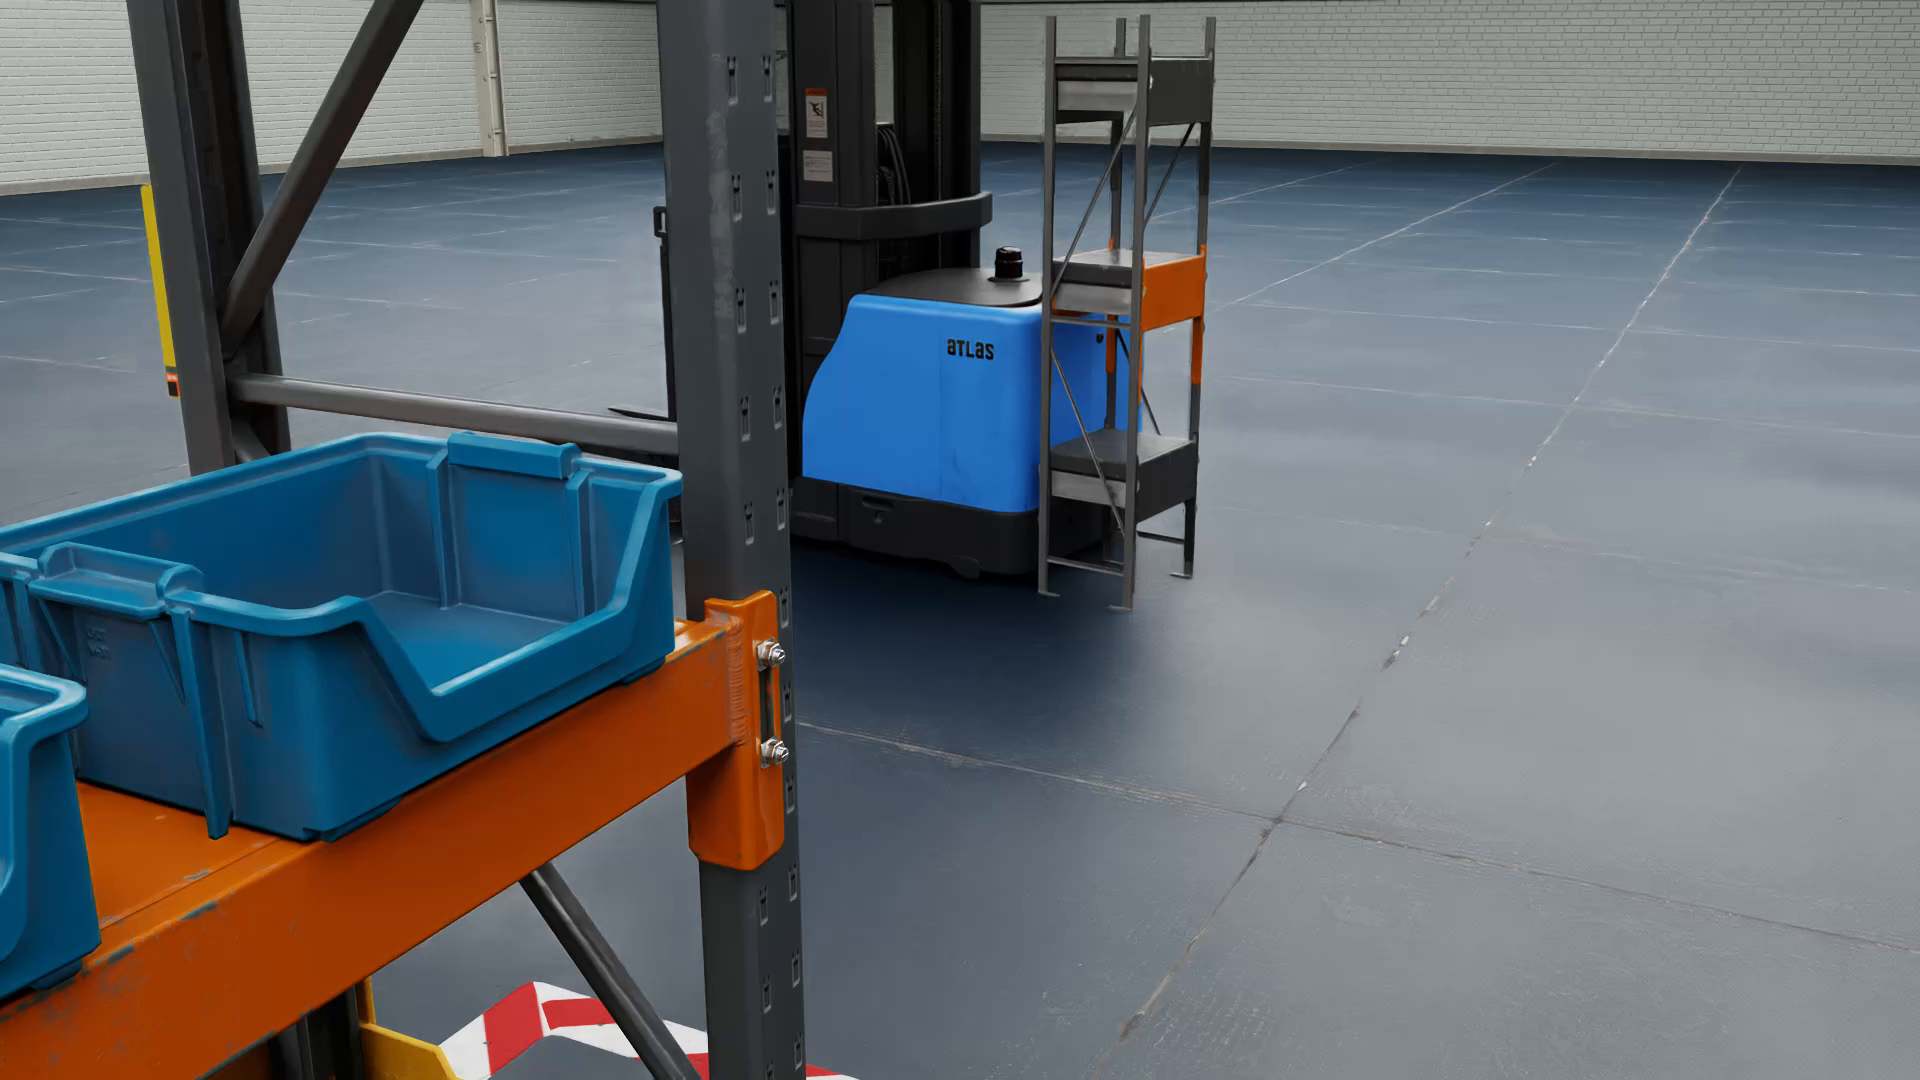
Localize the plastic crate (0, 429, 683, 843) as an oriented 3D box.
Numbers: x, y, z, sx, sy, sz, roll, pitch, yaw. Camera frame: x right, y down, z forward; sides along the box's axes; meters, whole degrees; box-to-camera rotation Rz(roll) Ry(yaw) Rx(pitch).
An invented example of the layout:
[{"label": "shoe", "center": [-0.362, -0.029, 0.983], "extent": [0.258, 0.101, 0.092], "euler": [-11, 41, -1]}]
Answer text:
[{"label": "plastic crate", "center": [-0.654, 0.067, 1.792], "extent": [0.499, 0.251, 0.616], "euler": [8, 18, 25]}]

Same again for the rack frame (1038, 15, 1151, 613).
[{"label": "rack frame", "center": [0.466, -0.770, 5.929], "extent": [0.400, 2.100, 0.015], "euler": [11, 20, 33]}]

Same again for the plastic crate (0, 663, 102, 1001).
[{"label": "plastic crate", "center": [-0.949, 0.232, 1.237], "extent": [0.499, 0.251, 0.408], "euler": [8, 18, 25]}]

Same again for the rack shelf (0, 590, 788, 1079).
[{"label": "rack shelf", "center": [-1.591, 0.684, 0.715], "extent": [1.077, 0.370, 4.000], "euler": [8, 18, 25]}]

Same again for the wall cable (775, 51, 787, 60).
[{"label": "wall cable", "center": [-3.649, -12.240, 37.882], "extent": [3.097, 2.526, 0.112], "euler": [8, 18, 25]}]

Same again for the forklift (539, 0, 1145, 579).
[{"label": "forklift", "center": [-0.724, -1.560, 7.129], "extent": [3.031, 2.935, 1.130], "euler": [11, 20, 33]}]

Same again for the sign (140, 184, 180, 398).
[{"label": "sign", "center": [-1.188, -0.374, 2.528], "extent": [0.100, 0.325, 0.005], "euler": [8, 18, 25]}]

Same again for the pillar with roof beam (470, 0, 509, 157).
[{"label": "pillar with roof beam", "center": [-4.978, -11.070, 28.490], "extent": [9.100, 9.000, 0.400], "euler": [8, 18, 25]}]

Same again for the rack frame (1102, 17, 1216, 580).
[{"label": "rack frame", "center": [0.743, -0.884, 6.314], "extent": [0.400, 2.100, 0.015], "euler": [11, 20, 33]}]

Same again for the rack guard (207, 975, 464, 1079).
[{"label": "rack guard", "center": [-0.689, 1.054, 2.598], "extent": [1.175, 0.500, 0.348], "euler": [8, 18, 25]}]

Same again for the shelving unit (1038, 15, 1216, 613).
[{"label": "shelving unit", "center": [0.604, -0.827, 6.122], "extent": [0.431, 2.100, 0.503], "euler": [11, 20, 33]}]

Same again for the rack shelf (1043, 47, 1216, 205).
[{"label": "rack shelf", "center": [0.604, -1.485, 5.926], "extent": [0.431, 0.518, 0.480], "euler": [11, 20, 33]}]

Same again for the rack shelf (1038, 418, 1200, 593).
[{"label": "rack shelf", "center": [0.604, -0.143, 6.325], "extent": [0.431, 0.518, 0.480], "euler": [11, 20, 33]}]

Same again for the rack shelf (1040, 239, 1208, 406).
[{"label": "rack shelf", "center": [0.604, -0.814, 6.125], "extent": [0.431, 0.518, 0.480], "euler": [11, 20, 33]}]
